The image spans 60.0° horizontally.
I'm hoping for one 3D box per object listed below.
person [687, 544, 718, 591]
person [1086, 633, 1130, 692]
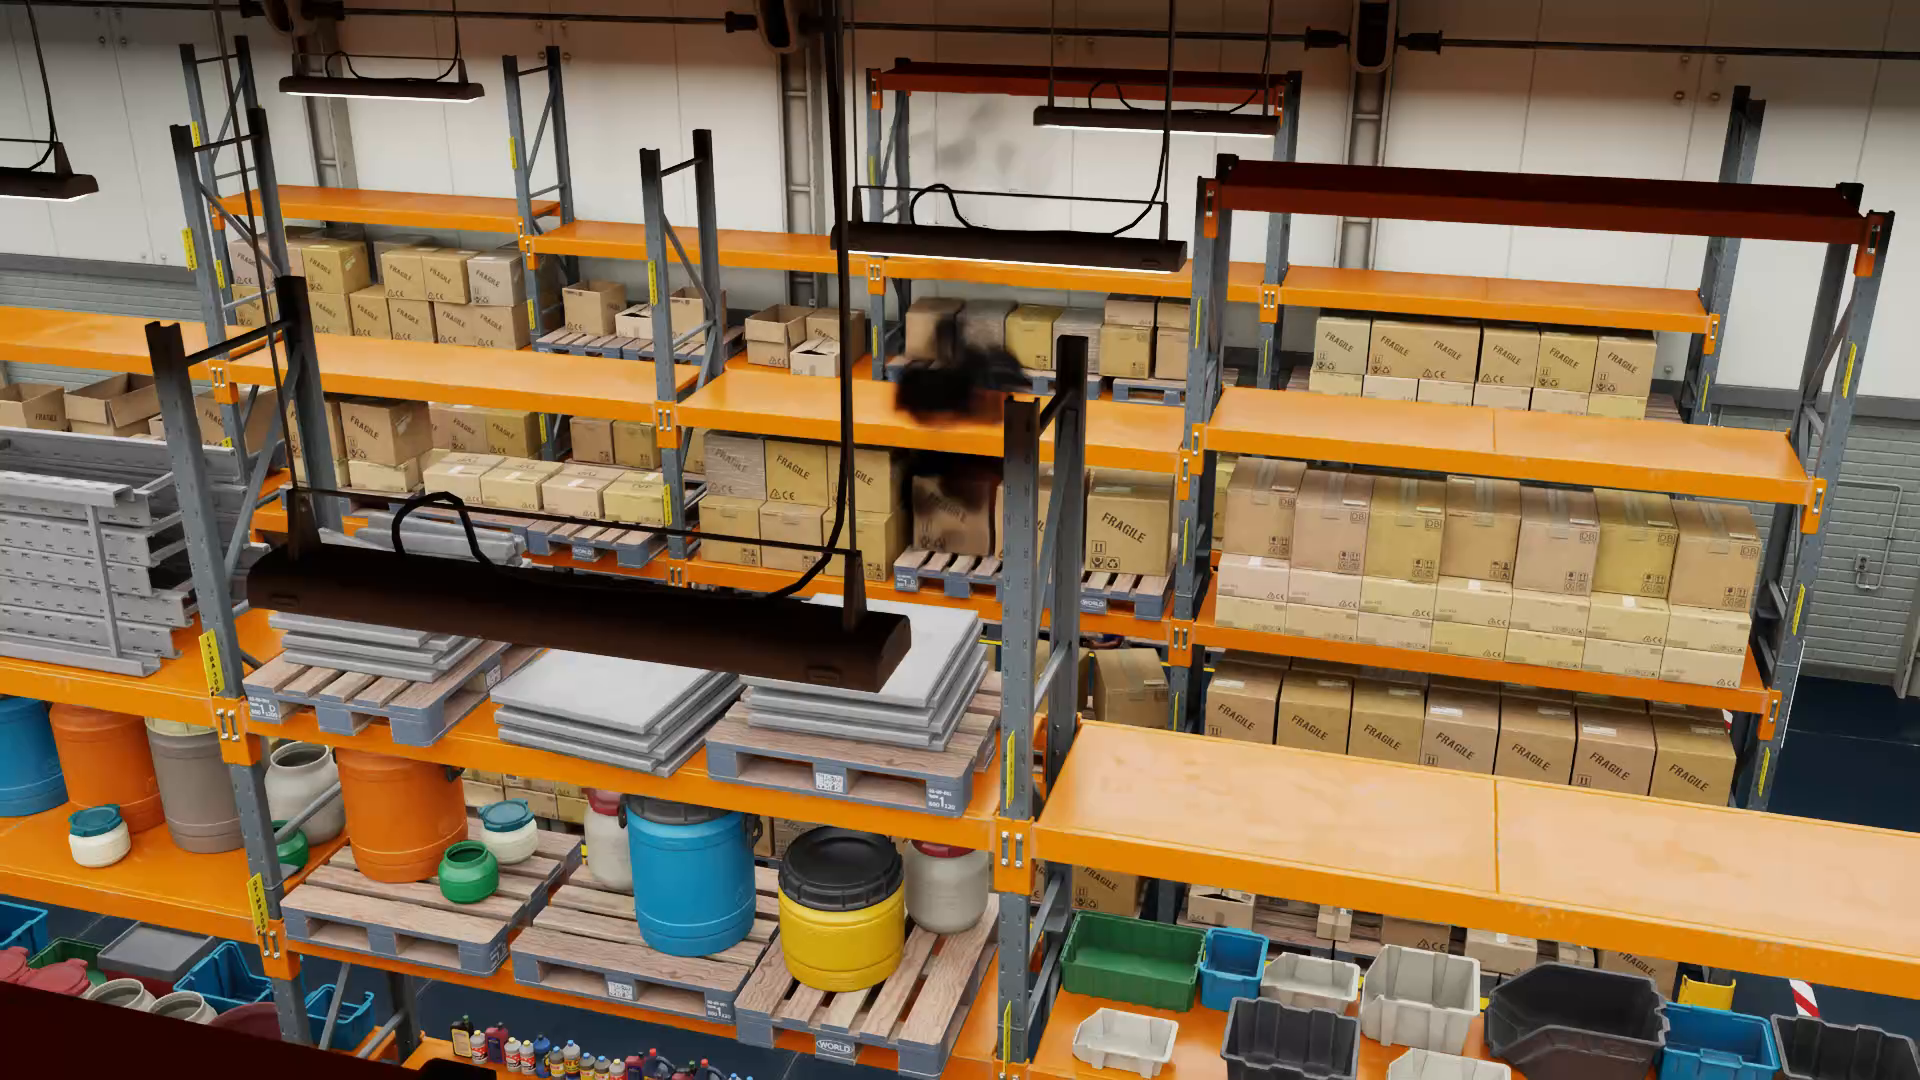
[{"bbox_3d":[-2.611,0.781,16.826,0.930,1.598,0.557,4,23,10],"label":"person"},{"bbox_3d":[1.532,1.133,15.945,0.727,1.641,0.585,5,23,11],"label":"person"}]
